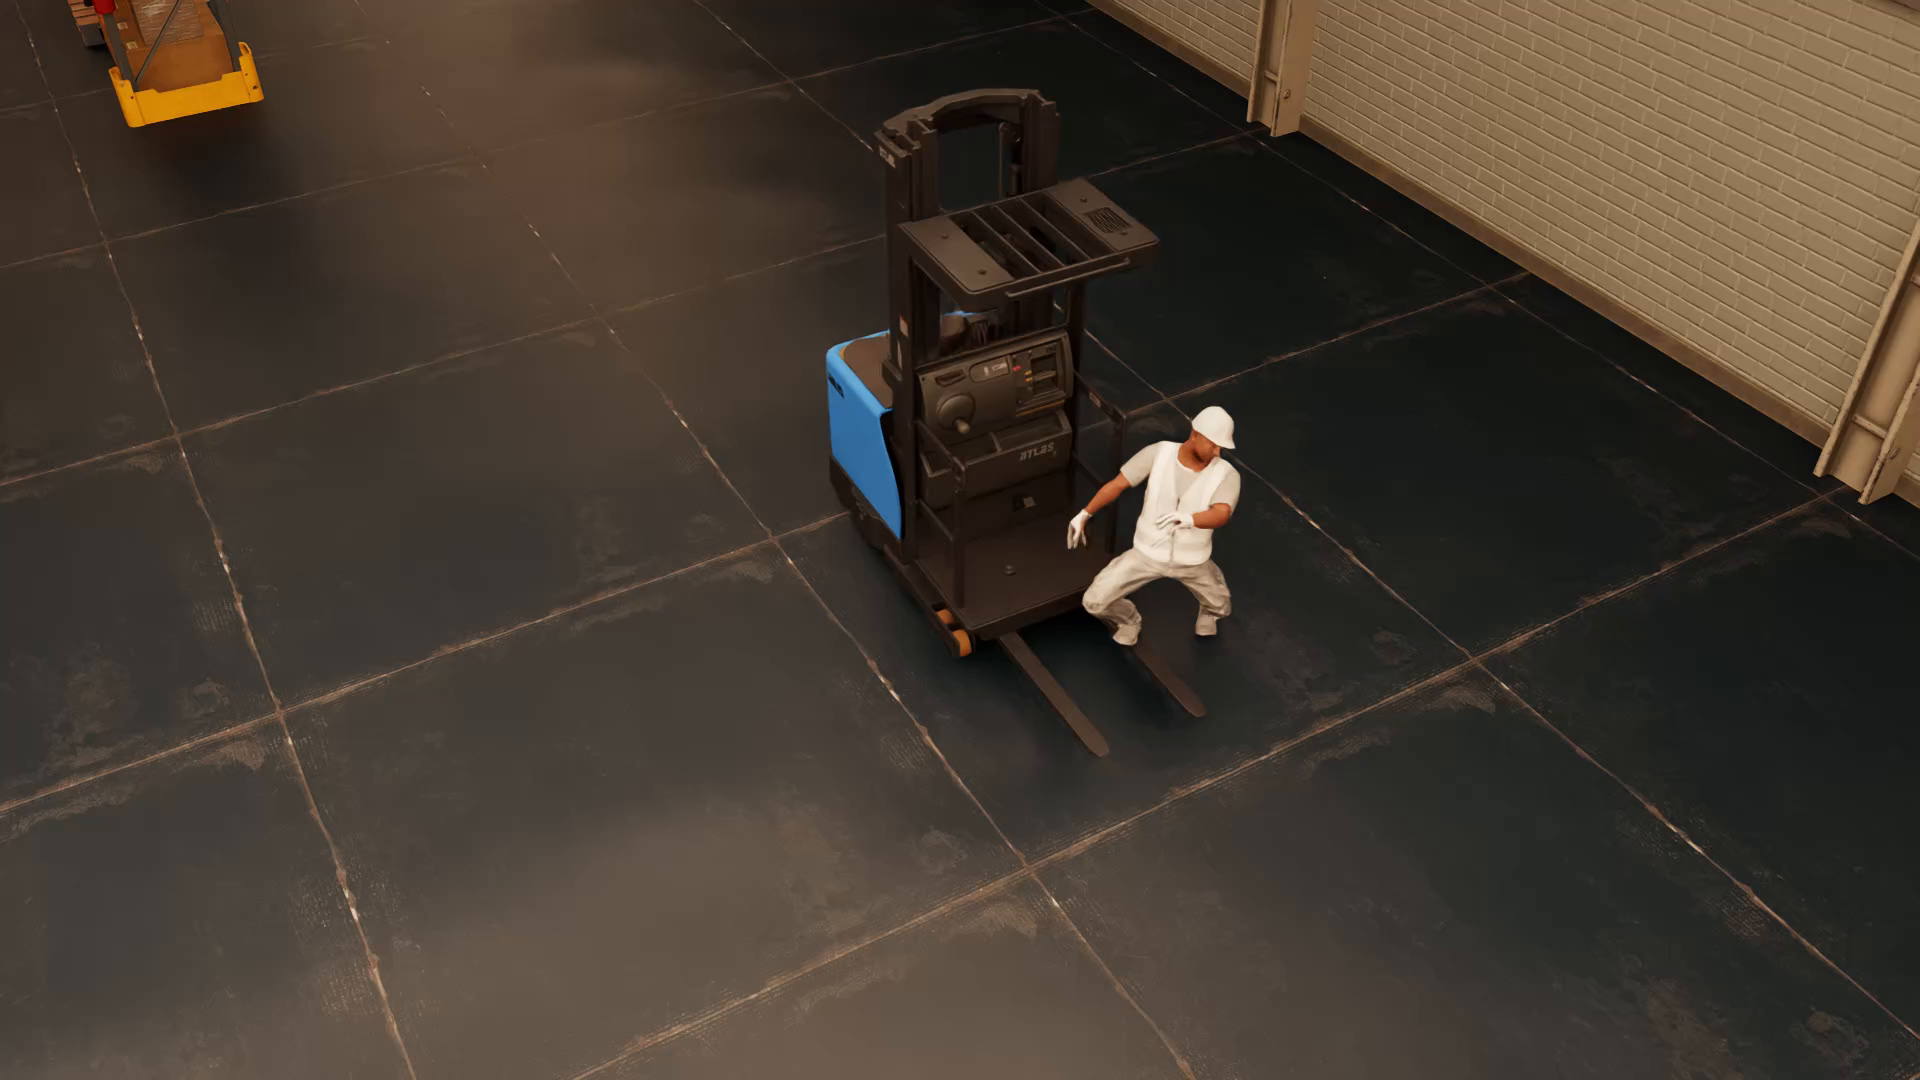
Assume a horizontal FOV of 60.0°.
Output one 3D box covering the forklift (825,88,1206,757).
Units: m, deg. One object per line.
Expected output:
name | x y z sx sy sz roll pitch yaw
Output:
forklift | 0.307 -0.784 8.981 1.130 2.935 3.031 -19 43 -21

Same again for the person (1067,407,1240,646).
person | 1.043 0.046 8.971 0.938 1.532 0.816 3 40 4
